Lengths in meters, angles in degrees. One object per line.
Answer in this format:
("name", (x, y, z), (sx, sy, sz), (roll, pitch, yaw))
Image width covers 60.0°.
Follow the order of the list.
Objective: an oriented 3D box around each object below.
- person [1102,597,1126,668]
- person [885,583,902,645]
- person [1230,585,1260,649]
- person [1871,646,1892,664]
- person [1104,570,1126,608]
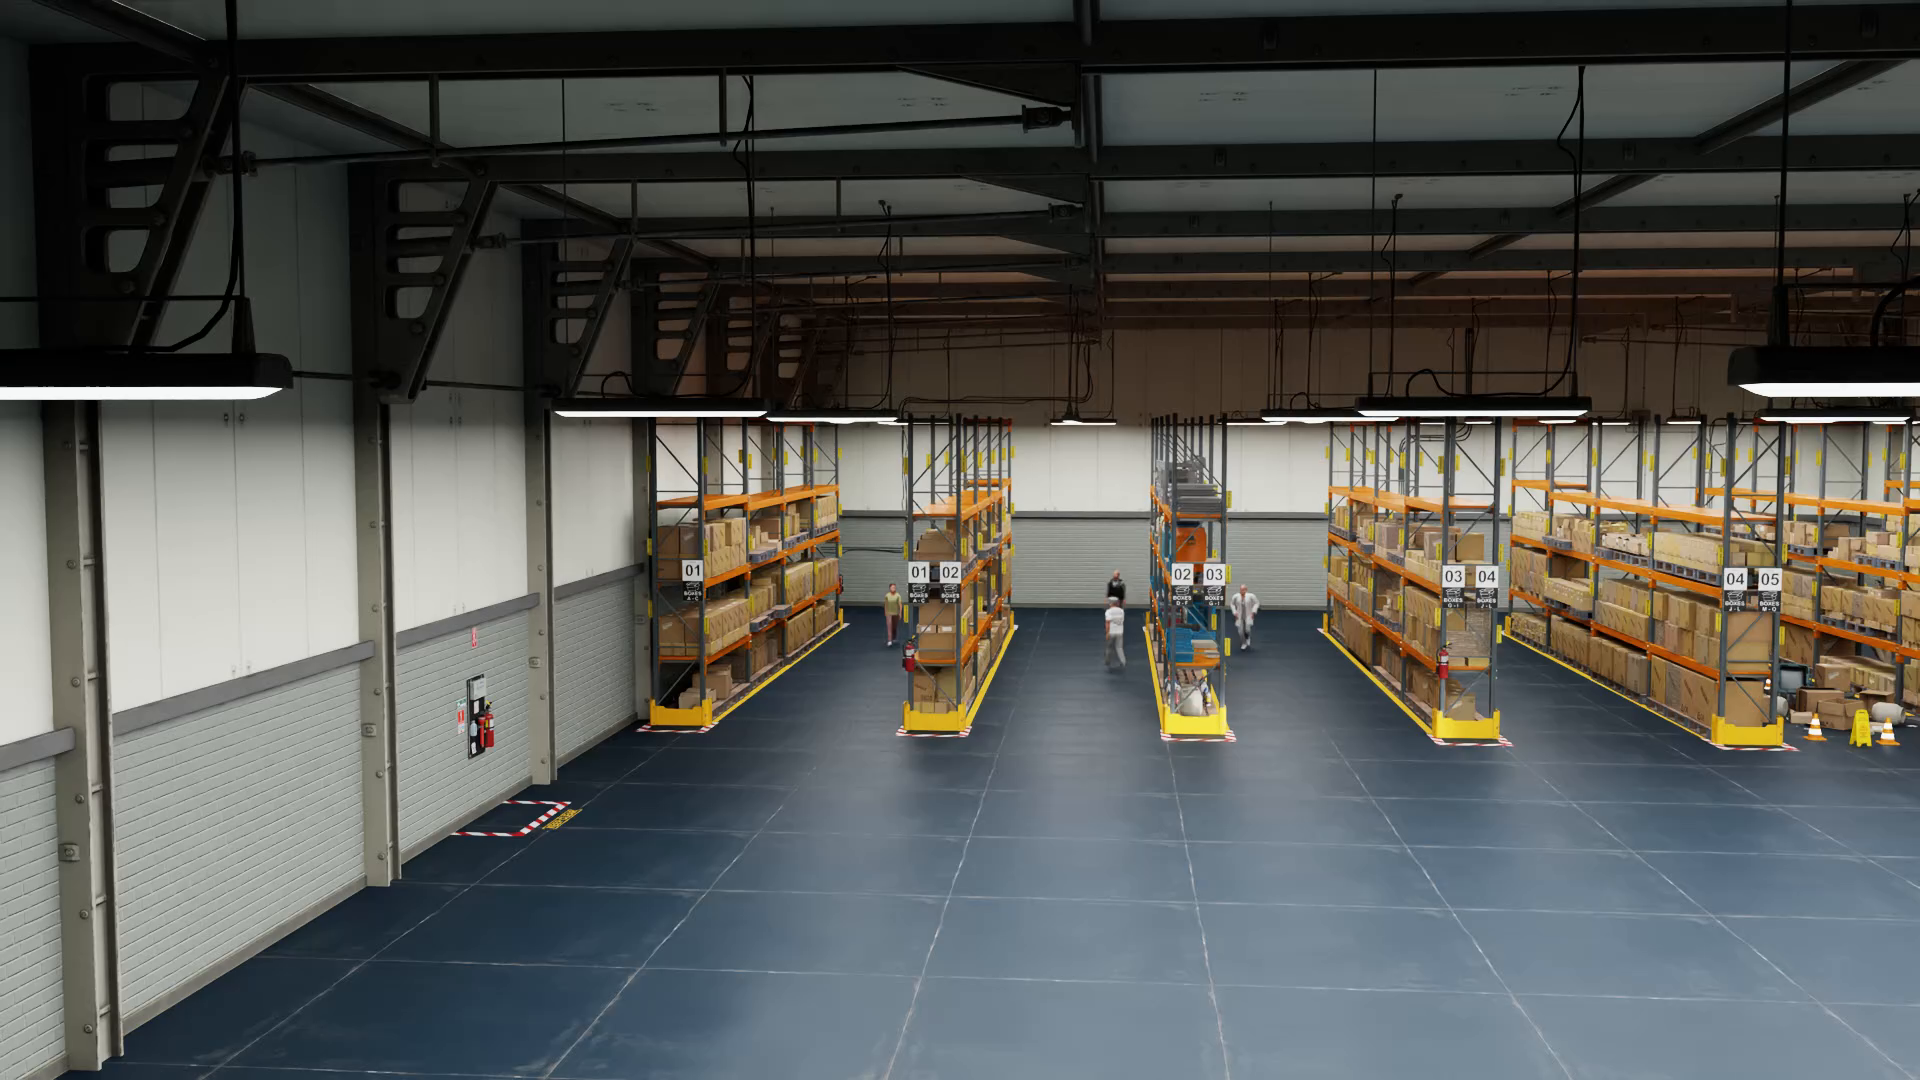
("person", (3.660, 2.204, 39.701), (0.526, 1.691, 1.056), (-1, 4, -15))
("person", (-1.757, 1.950, 43.935), (0.458, 1.604, 1.084), (0, 4, -6))
("person", (7.387, 1.989, 43.121), (0.753, 1.685, 0.645), (1, 4, 13))
("person", (22.147, 2.200, 39.826), (0.576, 1.768, 0.410), (-2, 4, -22))
("person", (4.415, 1.702, 47.295), (0.565, 1.678, 1.057), (2, 4, 30))
